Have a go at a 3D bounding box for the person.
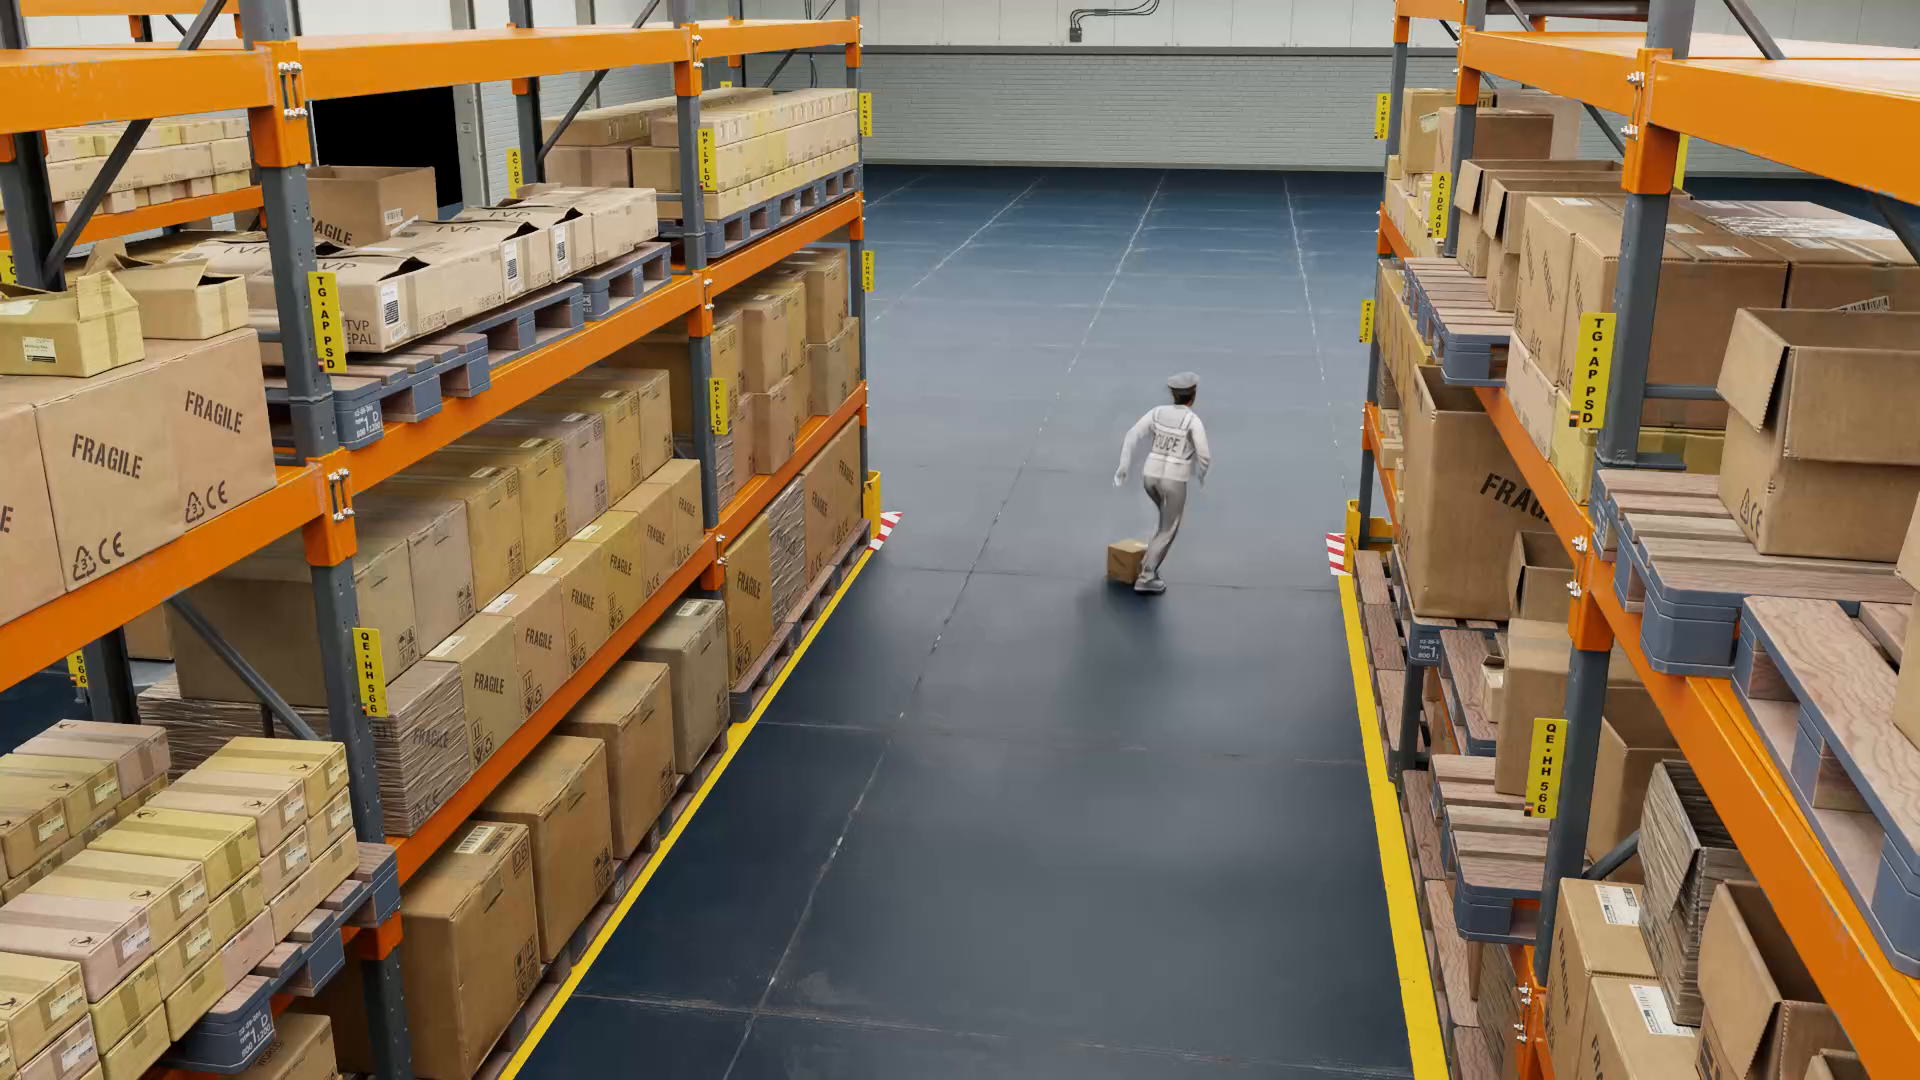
[{"bbox_3d":[1.530,-0.435,12.485,0.690,1.606,0.627,-15,23,-38],"label":"person"}]
